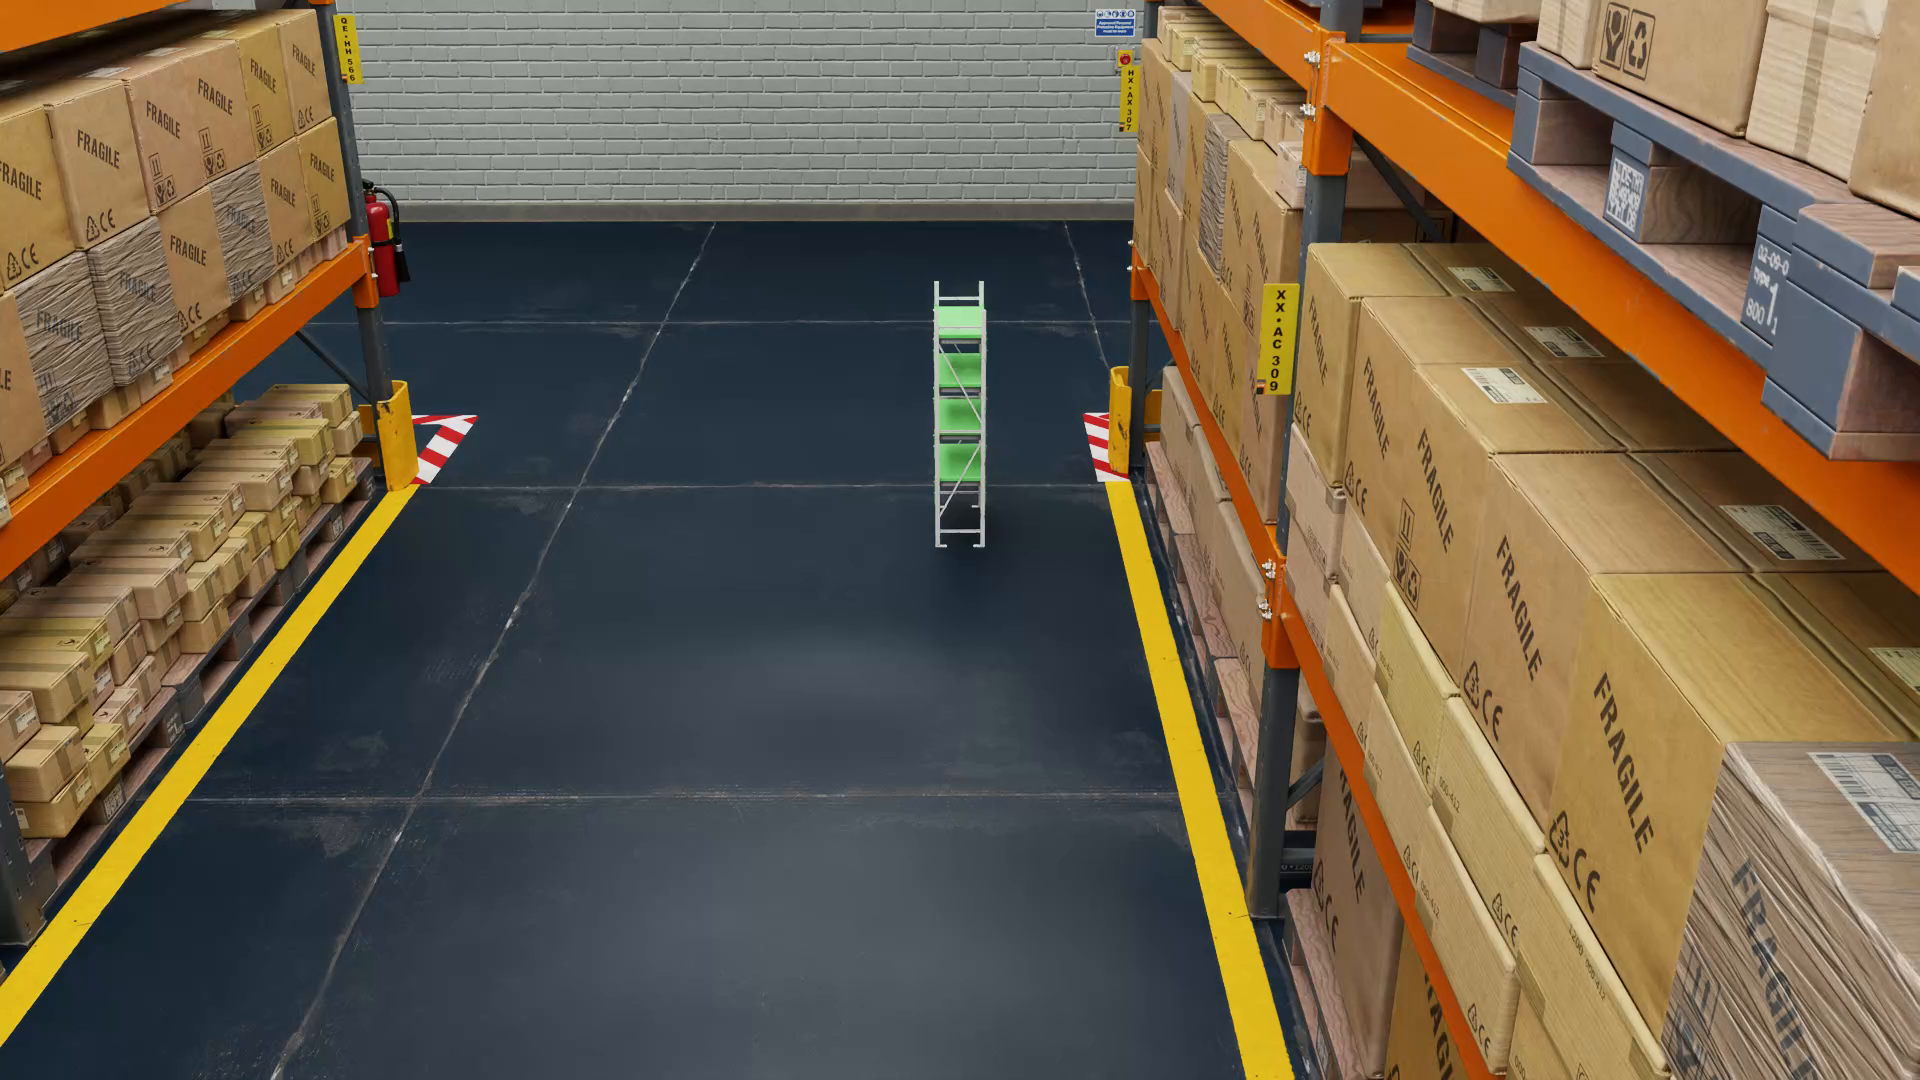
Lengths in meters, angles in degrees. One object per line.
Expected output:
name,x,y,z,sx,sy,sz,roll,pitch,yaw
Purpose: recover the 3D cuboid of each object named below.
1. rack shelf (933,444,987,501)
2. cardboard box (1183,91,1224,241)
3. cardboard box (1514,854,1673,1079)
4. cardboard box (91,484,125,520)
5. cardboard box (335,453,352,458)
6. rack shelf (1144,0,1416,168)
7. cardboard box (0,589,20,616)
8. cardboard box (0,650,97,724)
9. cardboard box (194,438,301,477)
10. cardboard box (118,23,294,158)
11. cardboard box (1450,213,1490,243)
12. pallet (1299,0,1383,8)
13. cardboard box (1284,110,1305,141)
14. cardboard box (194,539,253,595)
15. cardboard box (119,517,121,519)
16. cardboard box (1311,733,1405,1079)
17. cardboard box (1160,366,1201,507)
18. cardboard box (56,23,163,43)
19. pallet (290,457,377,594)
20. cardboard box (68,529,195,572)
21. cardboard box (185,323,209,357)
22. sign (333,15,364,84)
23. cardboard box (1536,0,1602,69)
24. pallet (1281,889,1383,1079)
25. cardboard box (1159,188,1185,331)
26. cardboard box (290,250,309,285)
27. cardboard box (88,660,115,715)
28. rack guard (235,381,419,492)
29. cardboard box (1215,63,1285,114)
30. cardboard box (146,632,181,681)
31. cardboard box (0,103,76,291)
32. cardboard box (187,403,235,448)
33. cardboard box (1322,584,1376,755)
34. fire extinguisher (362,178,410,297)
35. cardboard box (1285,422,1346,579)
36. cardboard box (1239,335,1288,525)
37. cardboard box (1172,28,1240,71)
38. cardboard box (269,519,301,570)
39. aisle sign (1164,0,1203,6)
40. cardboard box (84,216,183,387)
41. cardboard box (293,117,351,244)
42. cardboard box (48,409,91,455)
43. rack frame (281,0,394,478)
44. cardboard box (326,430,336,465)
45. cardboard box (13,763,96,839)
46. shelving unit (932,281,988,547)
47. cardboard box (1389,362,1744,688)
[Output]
rack shelf,-0.002,-0.338,8.279,0.258,0.148,0.480,0,24,-1
cardboard box,1.165,-1.460,6.504,0.500,0.500,0.500,0,24,0
cardboard box,1.205,0.728,2.576,0.500,0.250,0.500,-1,24,-2
cardboard box,-3.836,-0.128,7.122,0.380,0.149,0.250,0,24,0
cardboard box,-3.322,-0.401,8.447,0.380,0.149,0.250,0,24,0
rack shelf,1.434,-2.003,6.272,1.077,0.370,4.000,0,24,-1
cardboard box,-3.734,0.300,6.175,0.380,0.149,0.250,1,24,1
cardboard box,-3.233,0.504,5.725,0.380,0.149,0.250,1,24,2
cardboard box,-3.263,-0.354,7.621,0.380,0.149,0.250,-1,24,-3
cardboard box,-3.277,-1.965,7.259,0.500,0.500,0.500,-1,24,-2
cardboard box,1.693,-0.839,5.130,0.500,0.500,0.500,0,24,0
pallet,1.457,-1.804,5.066,1.003,0.211,1.213,0,24,-1
cardboard box,1.247,-1.274,5.306,0.380,0.149,0.250,0,24,0
cardboard box,-3.204,0.110,6.955,0.380,0.149,0.250,0,24,0
cardboard box,-3.713,0.005,7.188,0.380,0.149,0.250,1,24,2
cardboard box,1.543,0.892,4.707,0.875,0.875,0.875,0,24,1
cardboard box,1.519,-0.541,8.406,0.875,0.438,0.875,-1,24,-2
cardboard box,-3.785,-1.967,7.264,0.500,0.500,0.500,0,24,1
pallet,-3.562,-0.088,8.188,1.003,0.211,1.213,0,24,-1
cardboard box,-3.318,0.075,6.672,0.380,0.149,0.250,-1,24,-3
cardboard box,-3.305,-0.837,6.765,0.380,0.149,0.250,0,24,0
sign,-2.981,-2.390,8.107,0.100,0.325,0.005,0,24,-1
cardboard box,1.126,-0.883,2.575,0.396,0.266,0.258,2,24,4
pallet,1.540,1.448,4.792,1.003,0.211,1.213,0,24,-1
cardboard box,1.151,-1.217,7.179,0.500,0.500,0.500,0,24,-1
cardboard box,-3.267,-1.271,7.725,0.380,0.149,0.250,0,24,-1
cardboard box,-3.308,0.541,6.003,0.380,0.149,0.250,0,24,-1
rack guard,-3.536,-0.554,8.869,1.175,0.500,0.348,0,24,-1
cardboard box,1.166,-1.691,6.226,0.380,0.149,0.250,0,24,-1
cardboard box,-3.324,0.453,6.559,0.380,0.149,0.250,-1,24,-3
cardboard box,-3.275,-1.114,5.376,0.500,0.500,0.500,-1,24,-2
cardboard box,-3.747,-0.558,8.071,0.380,0.149,0.250,0,24,0
cardboard box,1.204,0.324,4.076,0.500,0.250,0.500,-1,24,-2
fire extinguisher,-3.078,-1.625,8.750,0.296,0.674,0.183,0,24,-1
cardboard box,1.179,-0.117,4.444,0.500,0.250,0.500,-1,24,-2
cardboard box,1.195,-0.376,5.320,0.500,0.500,0.500,0,24,0
cardboard box,1.122,-2.114,7.162,0.380,0.149,0.250,-1,24,-2
cardboard box,-3.220,0.020,7.515,0.380,0.149,0.250,-1,24,-3
aisle sign,1.121,-3.001,8.091,0.394,0.787,0.004,0,24,-1
cardboard box,-3.228,-0.874,6.061,0.500,0.500,0.500,-1,24,-2
cardboard box,-3.274,-1.722,7.934,0.500,0.500,0.500,0,24,1
cardboard box,-3.298,-0.408,5.817,0.380,0.149,0.250,-1,24,-3
rack frame,-3.537,-1.725,8.423,1.000,3.000,0.127,0,24,-1
cardboard box,-3.296,-0.428,8.146,0.380,0.149,0.250,-1,24,-2
cardboard box,-3.176,0.880,5.615,0.380,0.149,0.250,-1,24,-3
shelving unit,-0.002,-0.615,8.154,0.258,1.200,0.503,0,24,-1
cardboard box,1.209,-0.043,3.369,0.500,0.500,0.500,-1,24,-2
